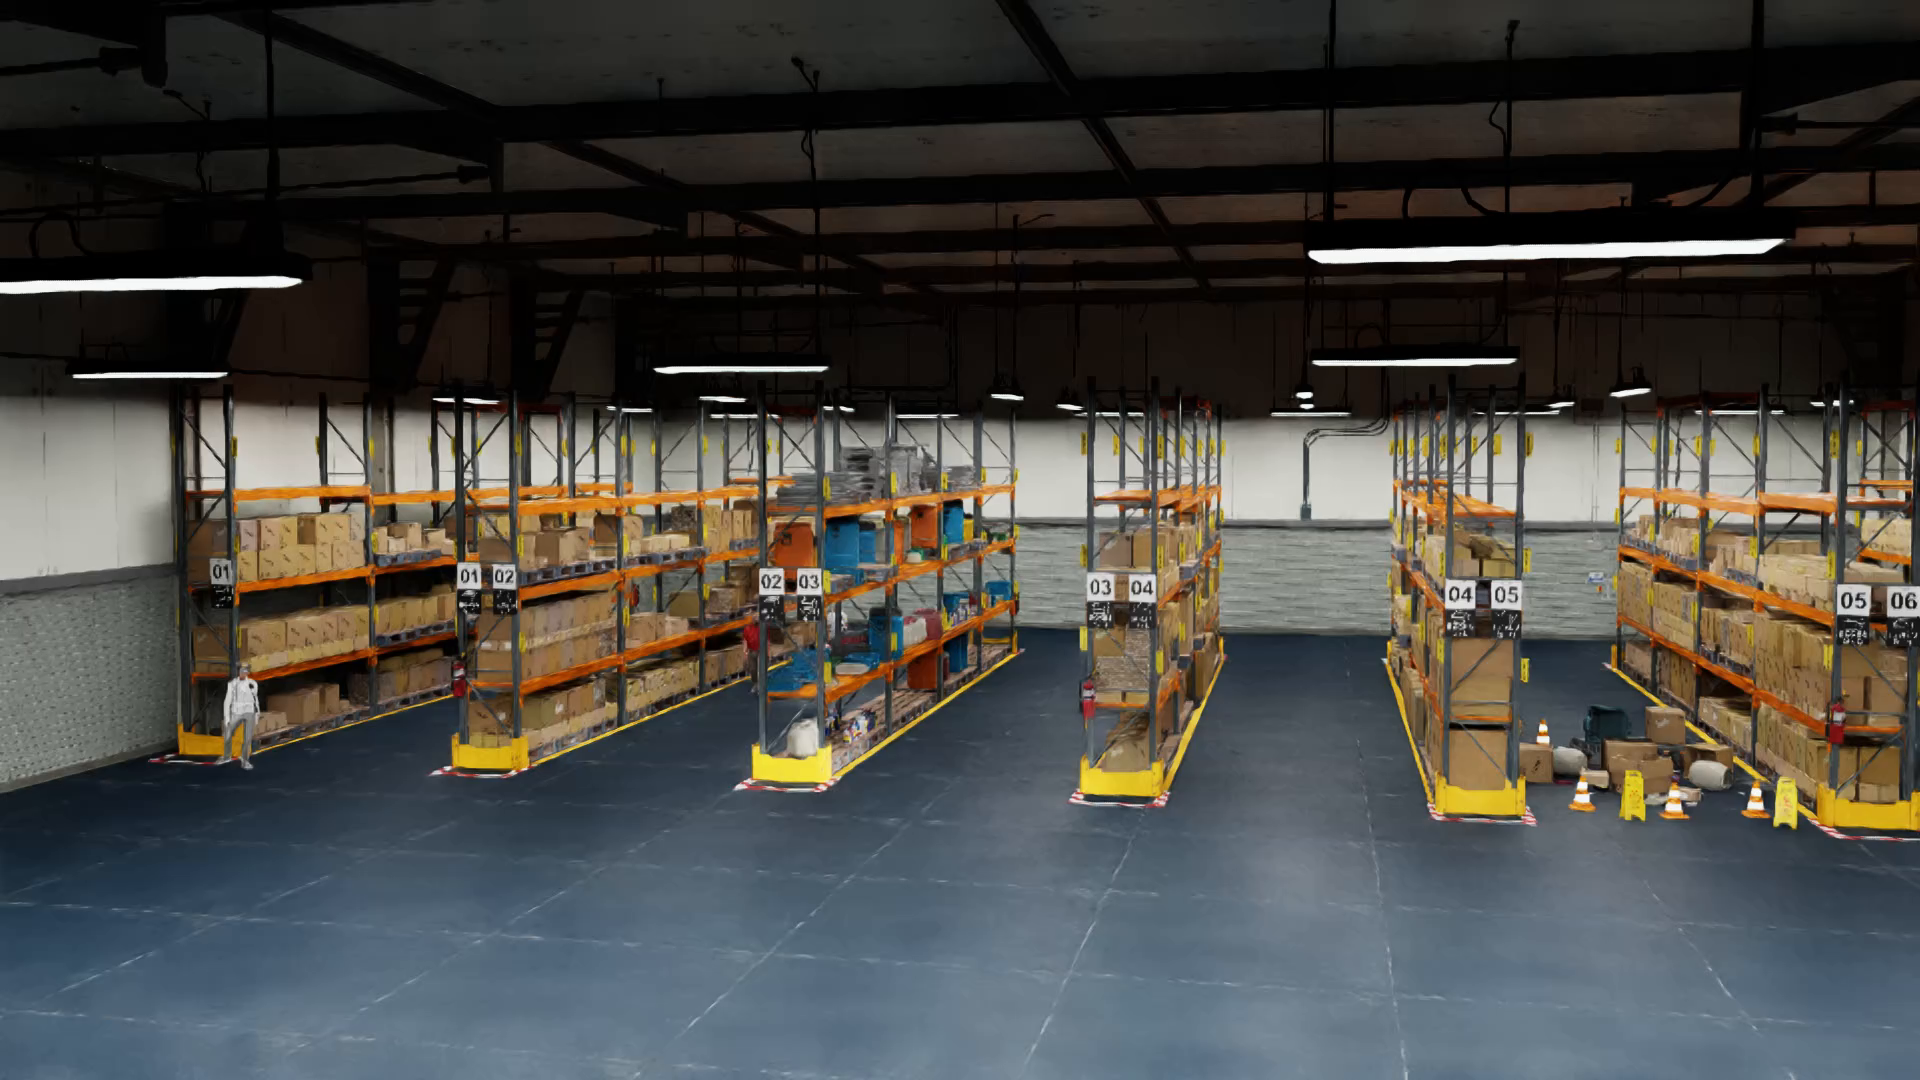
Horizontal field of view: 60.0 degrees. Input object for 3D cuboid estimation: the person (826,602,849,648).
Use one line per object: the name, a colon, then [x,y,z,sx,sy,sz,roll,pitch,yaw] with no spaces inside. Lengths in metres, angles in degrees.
person: [-2.734,2.125,37.043,0.497,1.583,1.090,1,3,14]

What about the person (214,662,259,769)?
person: [-11.258,2.724,25.870,0.653,1.661,0.500,-2,4,-28]

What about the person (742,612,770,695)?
person: [-4.113,2.282,33.494,0.532,1.659,1.036,0,3,3]
